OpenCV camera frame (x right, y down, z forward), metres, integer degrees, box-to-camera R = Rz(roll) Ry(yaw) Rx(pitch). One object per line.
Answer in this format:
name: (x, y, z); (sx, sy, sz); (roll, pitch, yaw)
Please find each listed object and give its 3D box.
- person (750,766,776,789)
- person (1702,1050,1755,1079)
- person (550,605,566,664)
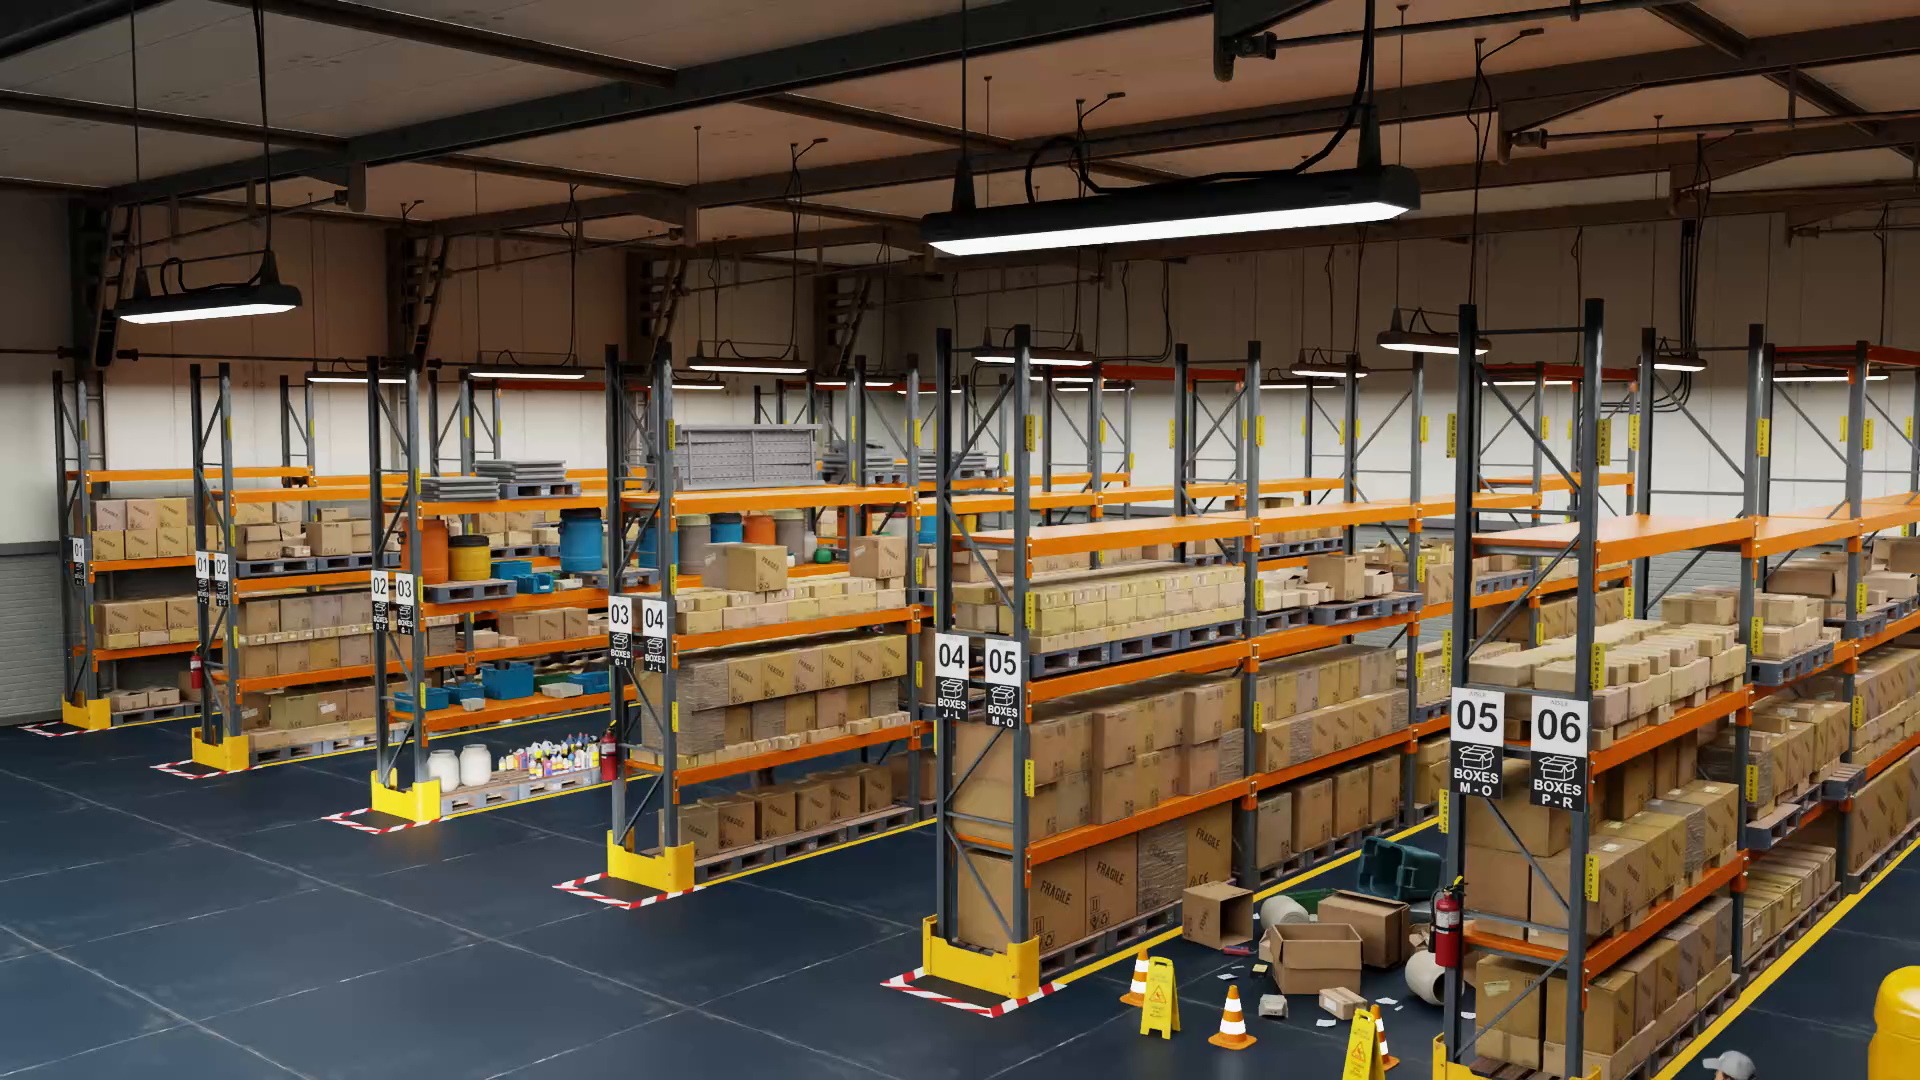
person: (-2.628, 2.710, 21.983); (0.421, 1.726, 0.572); (3, 5, 34)
person: (4.296, 3.659, 9.244); (0.578, 1.653, 0.499); (2, 4, 21)
person: (-7.707, 2.052, 31.545); (0.500, 1.648, 0.448); (-1, 4, -16)
